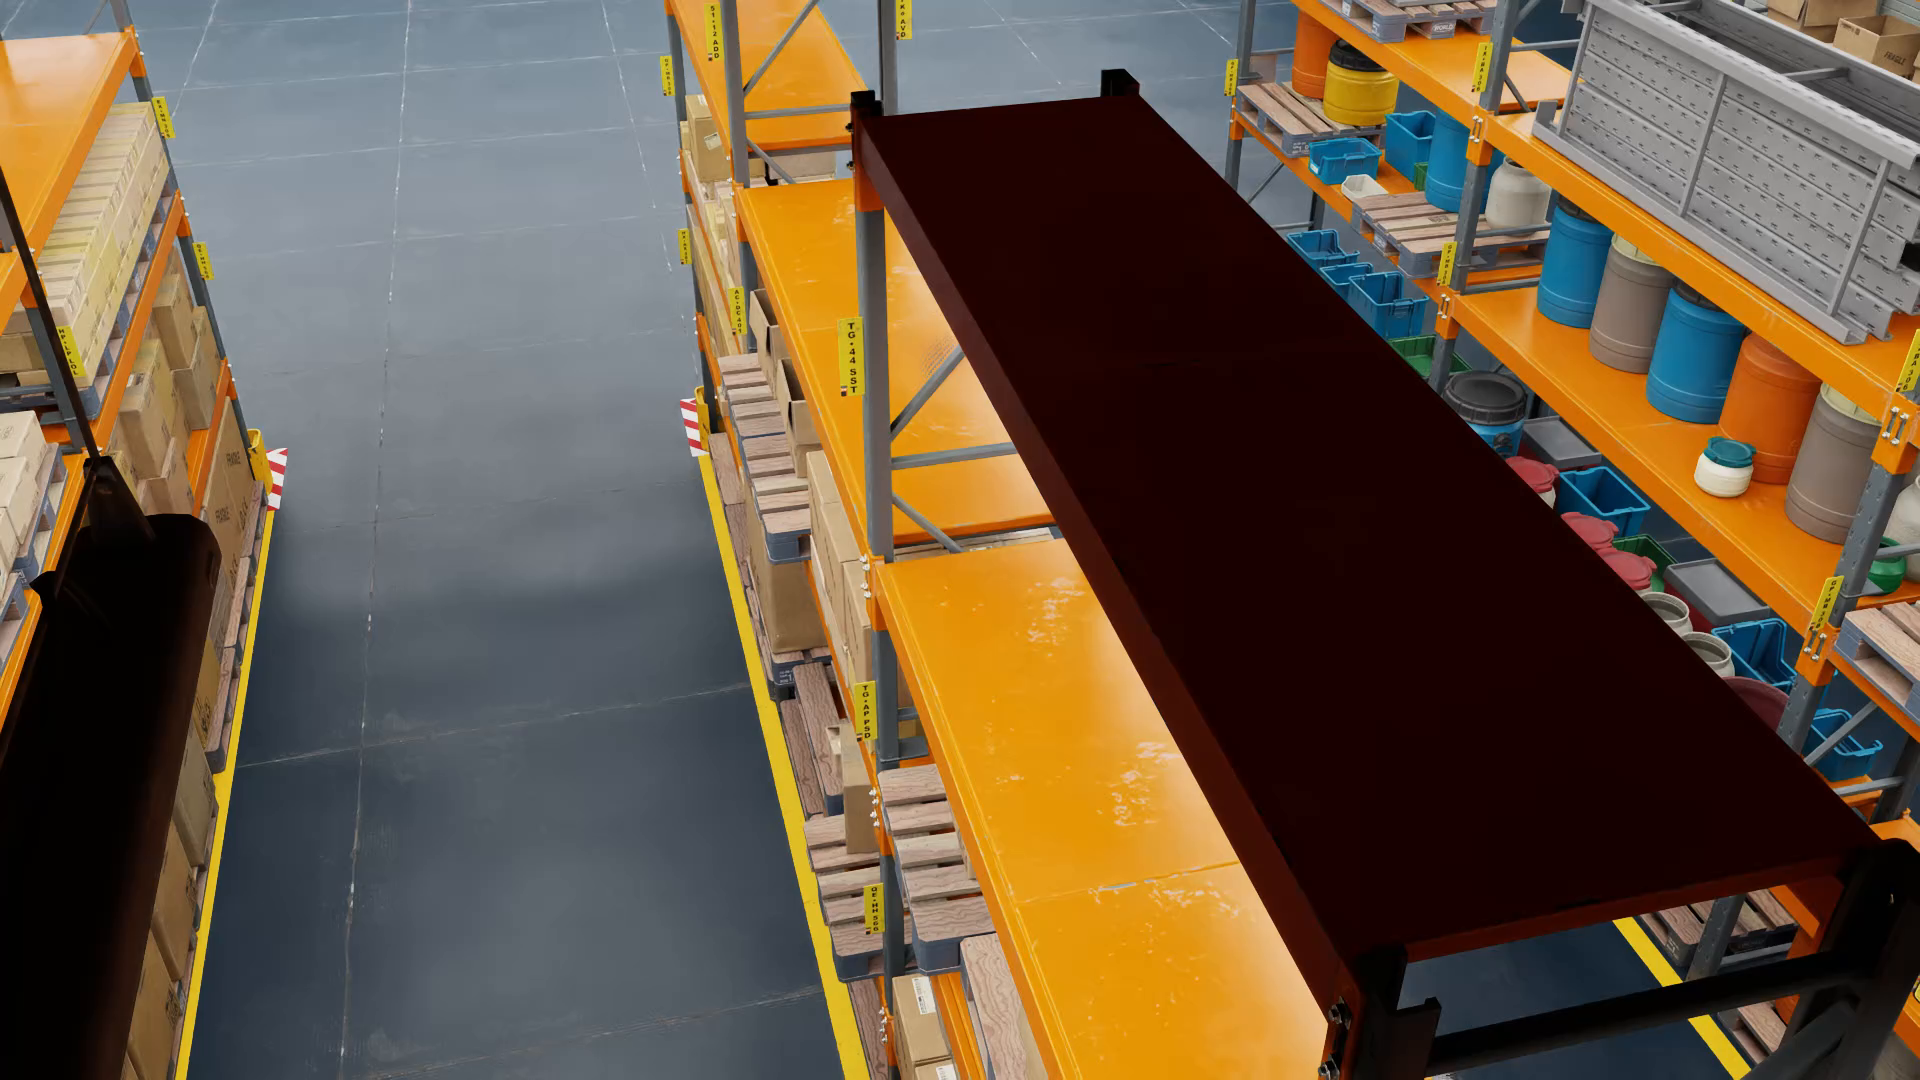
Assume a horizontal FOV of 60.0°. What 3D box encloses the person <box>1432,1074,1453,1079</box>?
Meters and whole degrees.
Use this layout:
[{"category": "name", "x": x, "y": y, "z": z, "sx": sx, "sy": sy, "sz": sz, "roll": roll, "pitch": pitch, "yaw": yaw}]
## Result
[{"category": "person", "x": 2.055, "y": 3.136, "z": 7.784, "sx": 0.406, "sy": 1.777, "sz": 0.657, "roll": -6, "pitch": 35, "yaw": -9}]
